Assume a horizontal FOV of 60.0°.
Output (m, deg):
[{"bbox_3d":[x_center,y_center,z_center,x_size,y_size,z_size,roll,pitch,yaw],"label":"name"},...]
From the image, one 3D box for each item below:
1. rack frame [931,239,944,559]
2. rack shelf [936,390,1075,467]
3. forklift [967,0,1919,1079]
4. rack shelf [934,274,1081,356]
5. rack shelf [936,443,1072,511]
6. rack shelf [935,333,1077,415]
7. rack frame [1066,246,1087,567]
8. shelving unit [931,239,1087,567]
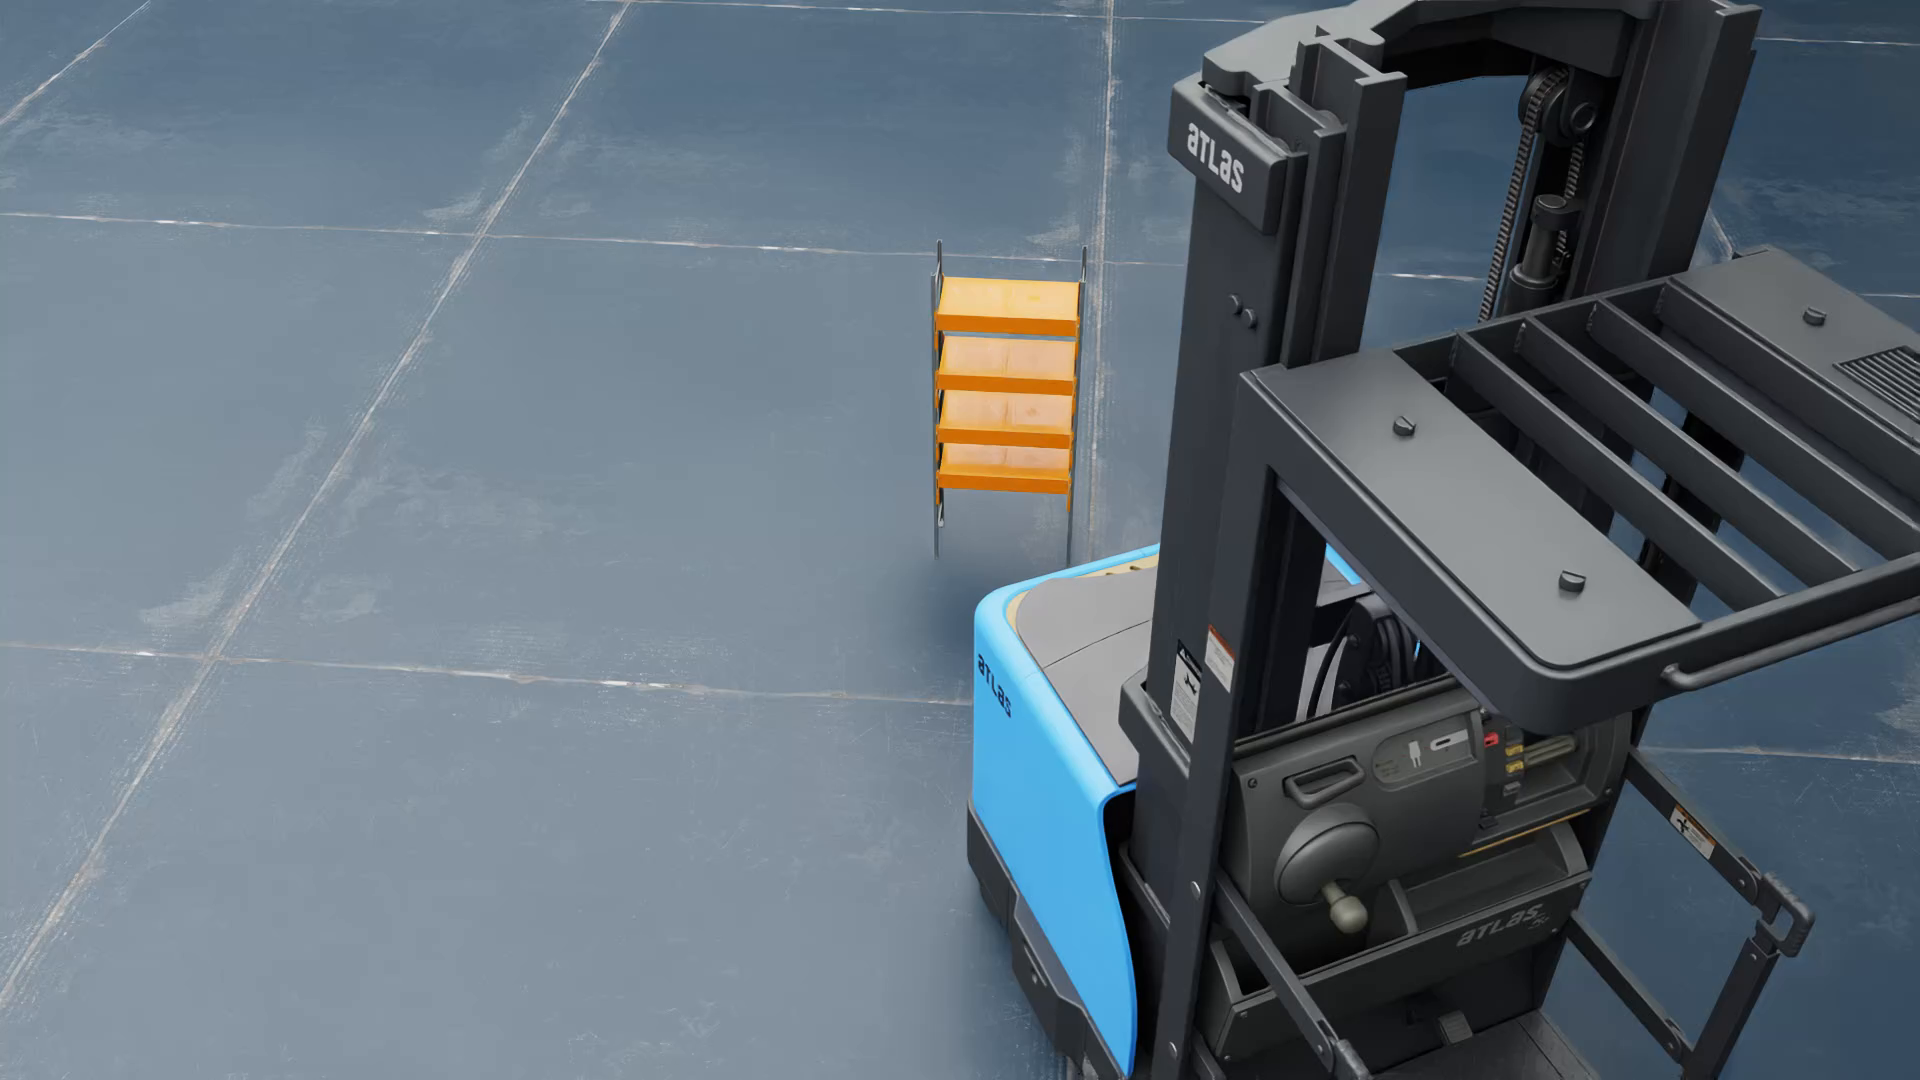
[{"bbox_3d":[-0.078,-0.470,5.876,0.015,1.200,0.240,3,39,4],"label":"rack frame"},{"bbox_3d":[0.165,-0.404,5.903,0.480,0.148,0.258,3,39,4],"label":"rack shelf"},{"bbox_3d":[1.060,0.577,3.220,1.130,2.935,3.031,-15,41,-18],"label":"forklift"},{"bbox_3d":[0.165,-0.761,5.612,0.480,0.148,0.258,3,39,4],"label":"rack shelf"},{"bbox_3d":[0.165,-0.250,6.028,0.480,0.148,0.258,3,39,4],"label":"rack shelf"},{"bbox_3d":[0.165,-0.578,5.761,0.480,0.148,0.258,3,39,4],"label":"rack shelf"},{"bbox_3d":[0.408,-0.443,5.844,0.015,1.200,0.240,3,39,4],"label":"rack frame"},{"bbox_3d":[0.165,-0.456,5.860,0.503,1.200,0.258,3,39,4],"label":"shelving unit"}]
